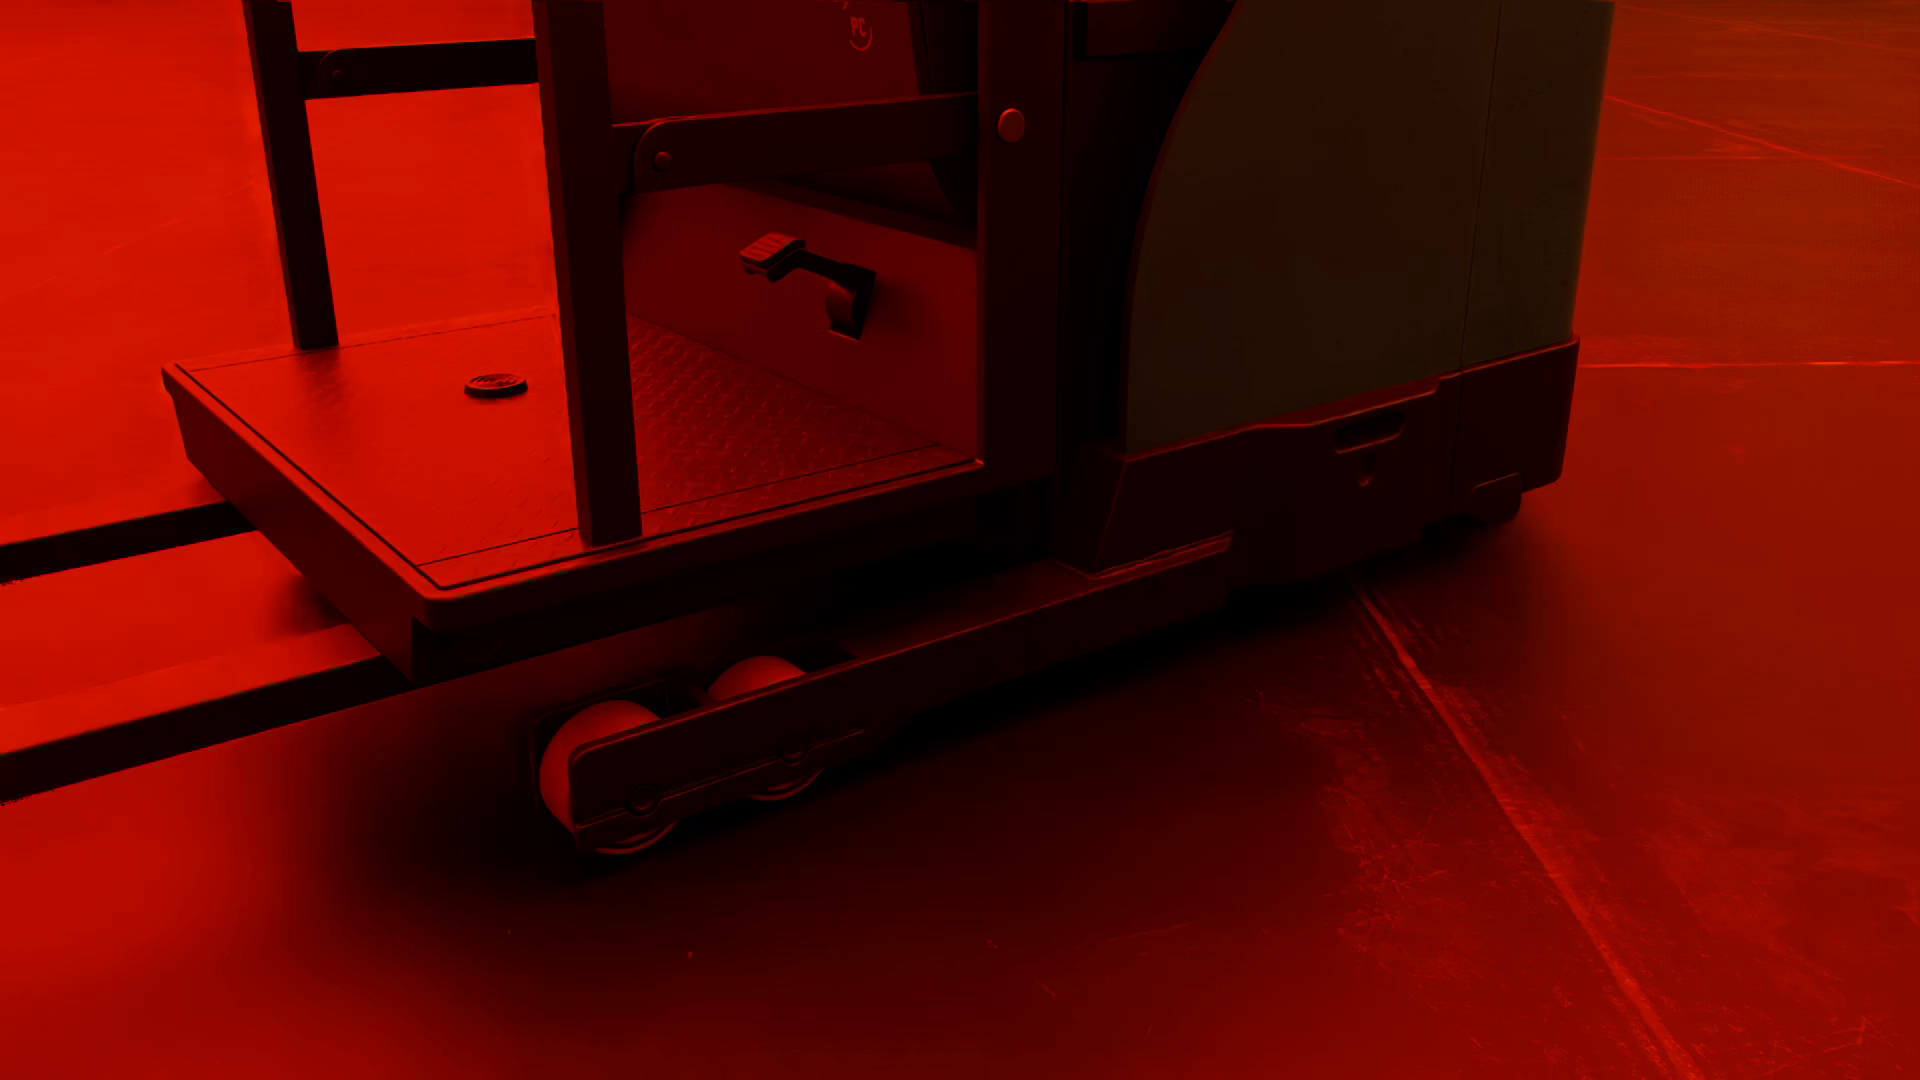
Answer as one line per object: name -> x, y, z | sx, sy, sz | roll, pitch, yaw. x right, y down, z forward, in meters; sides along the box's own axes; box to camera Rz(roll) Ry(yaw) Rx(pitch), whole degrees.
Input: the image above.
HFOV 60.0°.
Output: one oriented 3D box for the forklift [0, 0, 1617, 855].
forklift -> -0.455, -1.234, 1.868 | 3.031, 2.935, 1.130 | -15, 26, -34
